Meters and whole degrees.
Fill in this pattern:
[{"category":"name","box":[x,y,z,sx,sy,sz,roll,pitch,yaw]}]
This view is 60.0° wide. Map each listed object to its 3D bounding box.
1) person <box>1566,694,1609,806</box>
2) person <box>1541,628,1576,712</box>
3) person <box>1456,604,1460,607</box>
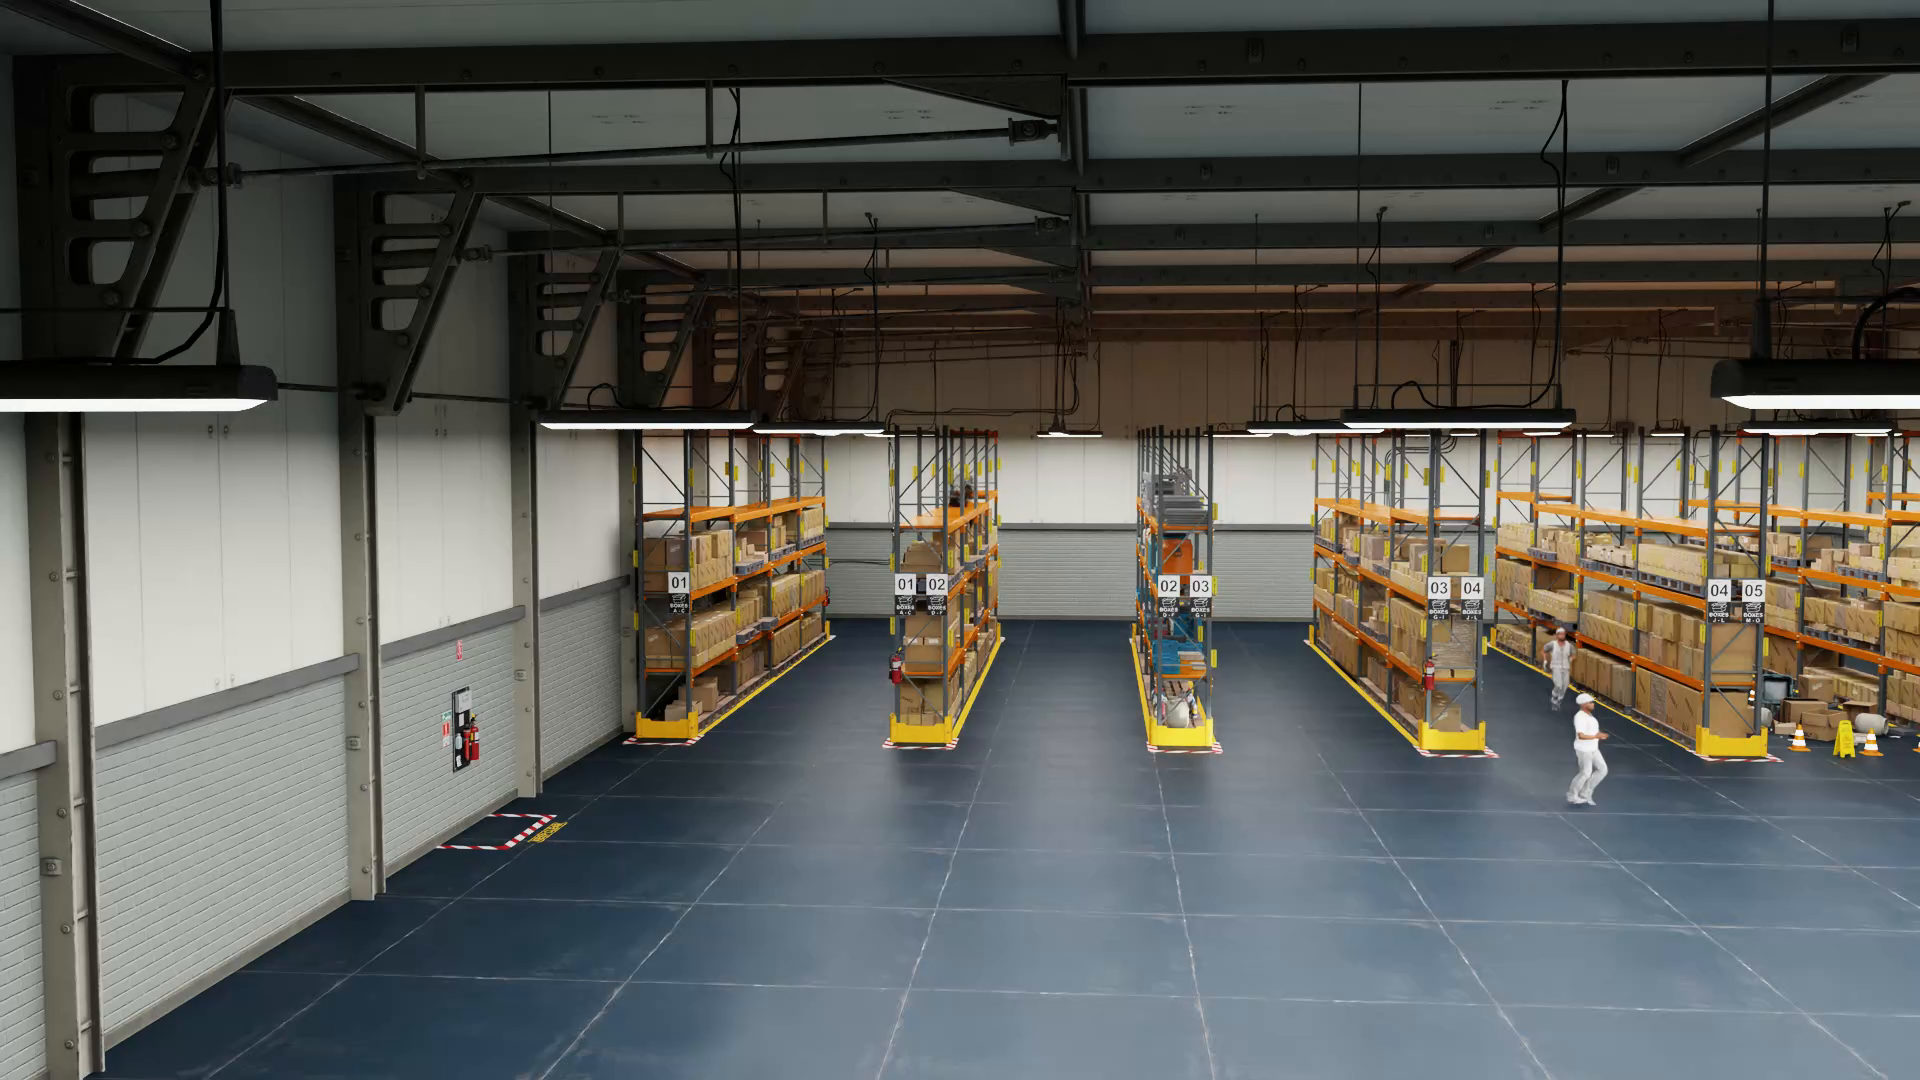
[{"category":"person","box":[9.829,3.288,25.965,0.661,1.783,0.676,3,4,37]},{"category":"person","box":[12.595,2.729,34.885,0.649,1.769,0.690,0,3,-1]},{"category":"person","box":[13.587,2.080,46.579,0.850,1.715,0.774,-2,4,-30]}]
